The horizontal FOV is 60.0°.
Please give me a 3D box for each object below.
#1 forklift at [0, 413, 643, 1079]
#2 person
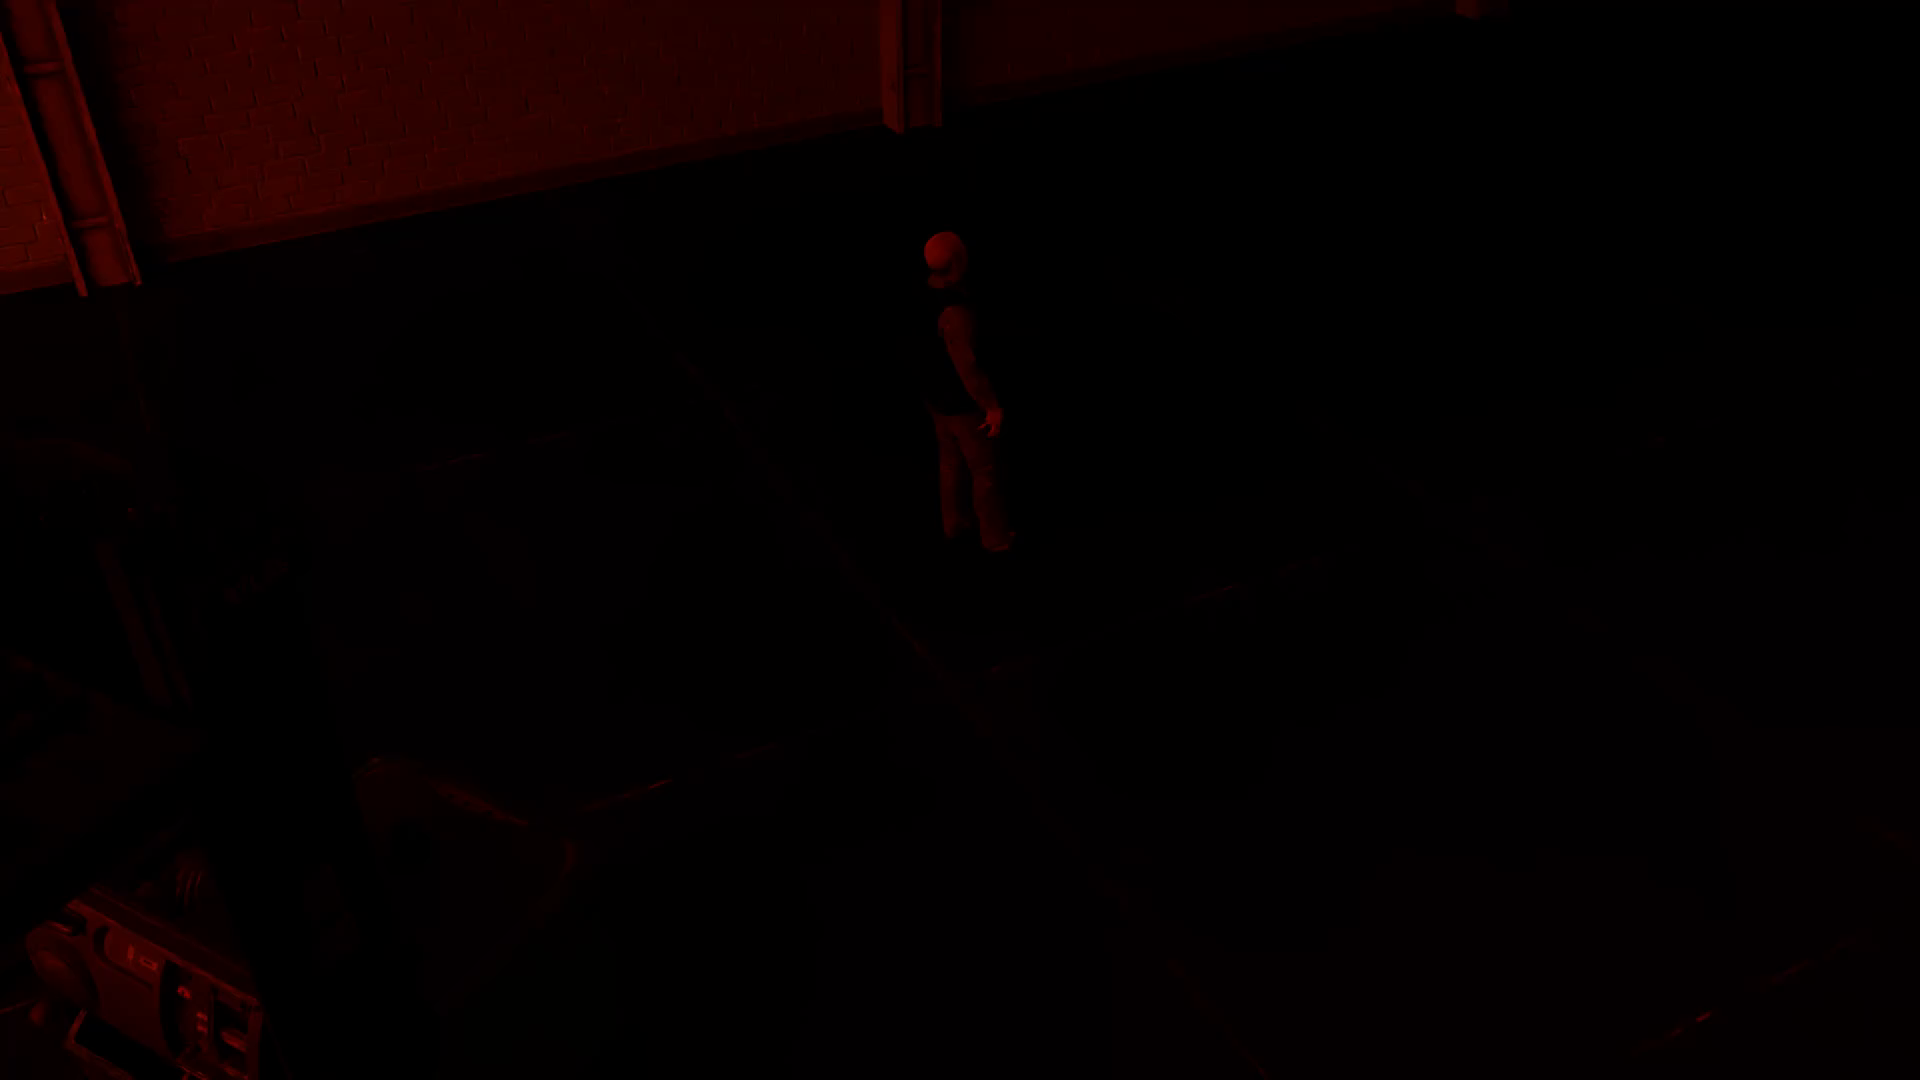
[{"bbox_3d":[-2.293,1.279,4.313,1.130,2.935,3.031,18,39,23],"label":"forklift"},{"bbox_3d":[0.059,-0.721,8.179,0.567,1.720,0.632,-17,39,-23],"label":"person"}]
